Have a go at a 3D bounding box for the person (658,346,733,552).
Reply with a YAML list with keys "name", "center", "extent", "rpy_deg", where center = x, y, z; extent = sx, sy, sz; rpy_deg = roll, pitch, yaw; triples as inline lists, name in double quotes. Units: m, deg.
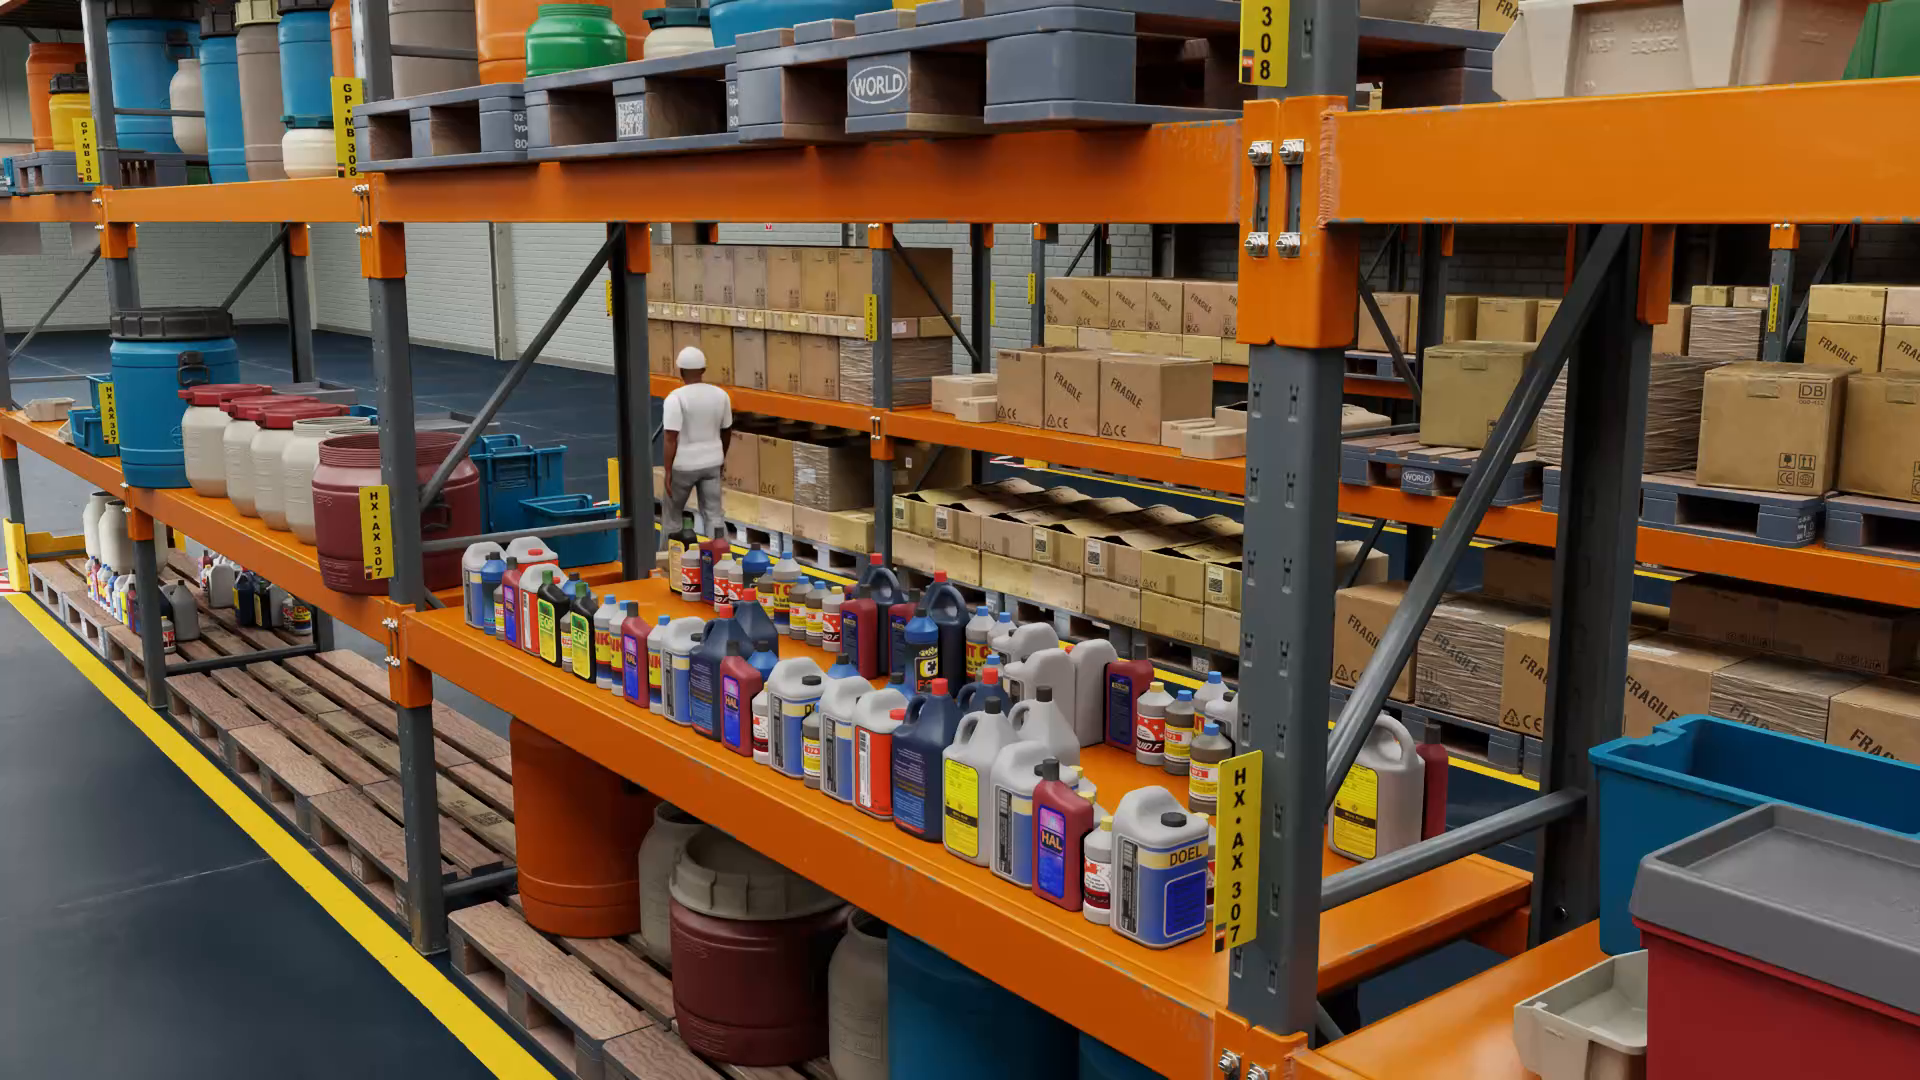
- name: "person"
  center: [-1.991, -0.565, 12.251]
  extent: [0.610, 1.734, 0.934]
  rpy_deg: [-7, 13, -33]
